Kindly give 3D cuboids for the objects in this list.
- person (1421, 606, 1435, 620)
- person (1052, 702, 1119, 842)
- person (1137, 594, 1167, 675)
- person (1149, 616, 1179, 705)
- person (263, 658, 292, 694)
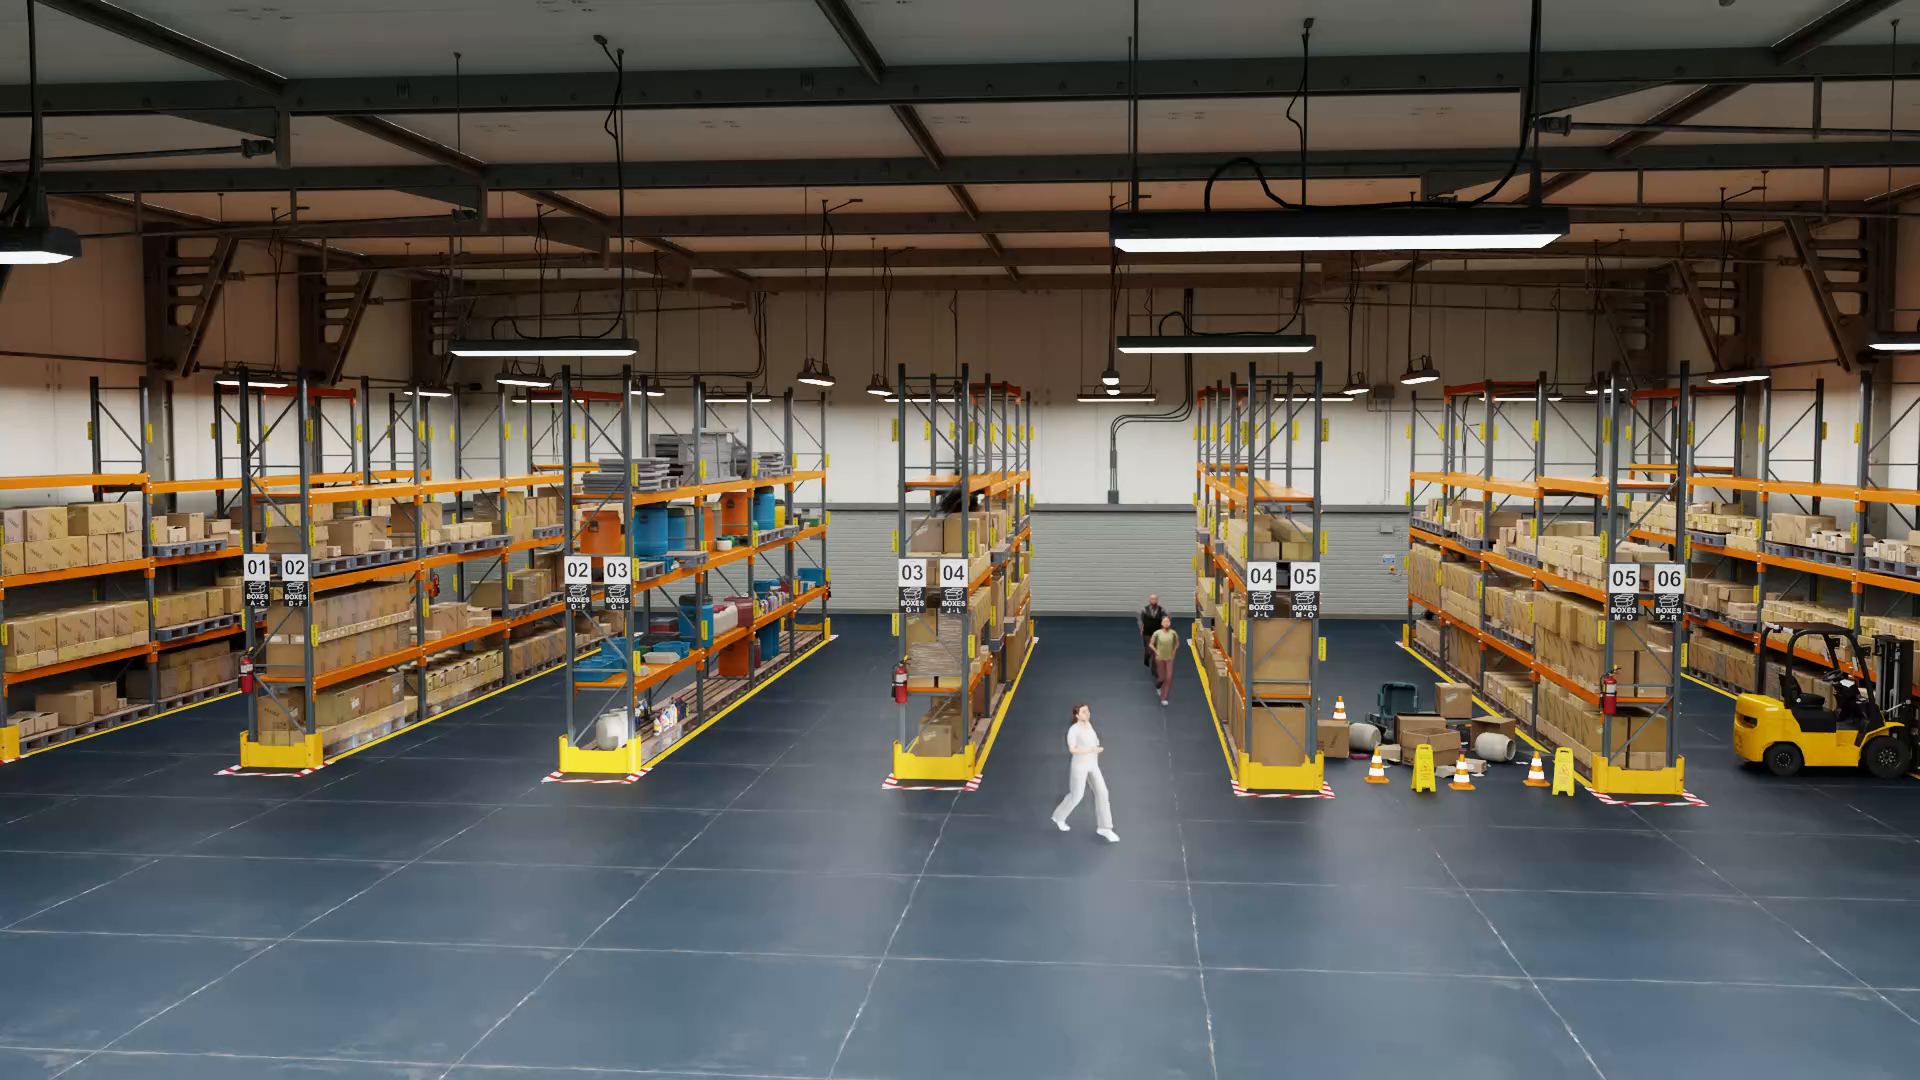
[{"bbox_3d":[11.443,1.659,40.247,0.519,1.528,0.582,1,4,21],"label":"person"},{"bbox_3d":[1.555,2.840,20.580,0.572,1.668,0.965,-3,5,-43],"label":"person"},{"bbox_3d":[4.010,1.956,34.567,0.647,1.675,0.637,0,4,1],"label":"person"},{"bbox_3d":[3.790,2.208,30.777,0.572,1.633,0.733,0,4,-5],"label":"person"},{"bbox_3d":[-11.532,2.312,28.295,0.683,1.762,0.735,1,4,9],"label":"person"}]
